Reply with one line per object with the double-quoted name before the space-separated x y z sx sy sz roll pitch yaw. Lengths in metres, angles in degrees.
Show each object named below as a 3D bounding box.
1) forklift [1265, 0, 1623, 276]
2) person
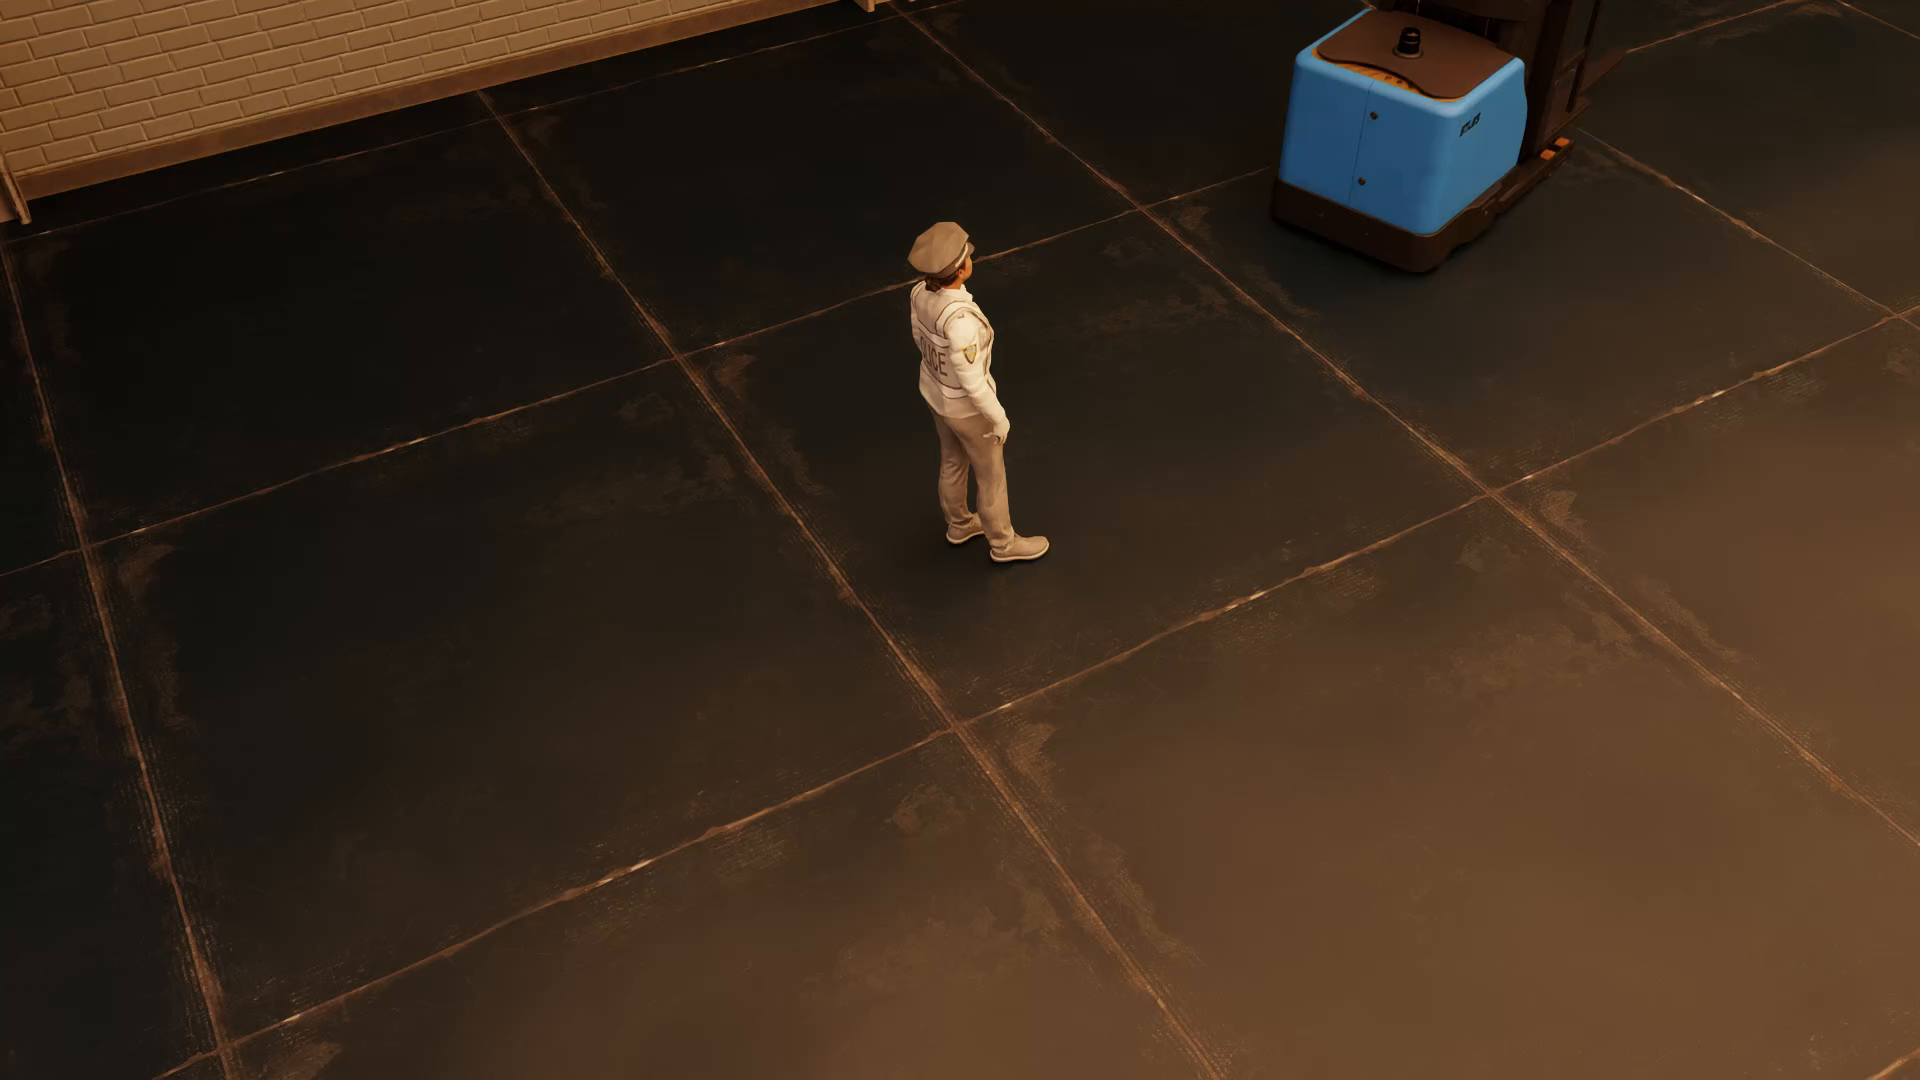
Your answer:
"forklift" 3.145 -3.488 9.459 1.130 2.935 3.031 30 51 28
"person" 0.064 -0.646 7.293 0.530 1.694 0.586 -21 47 -21
